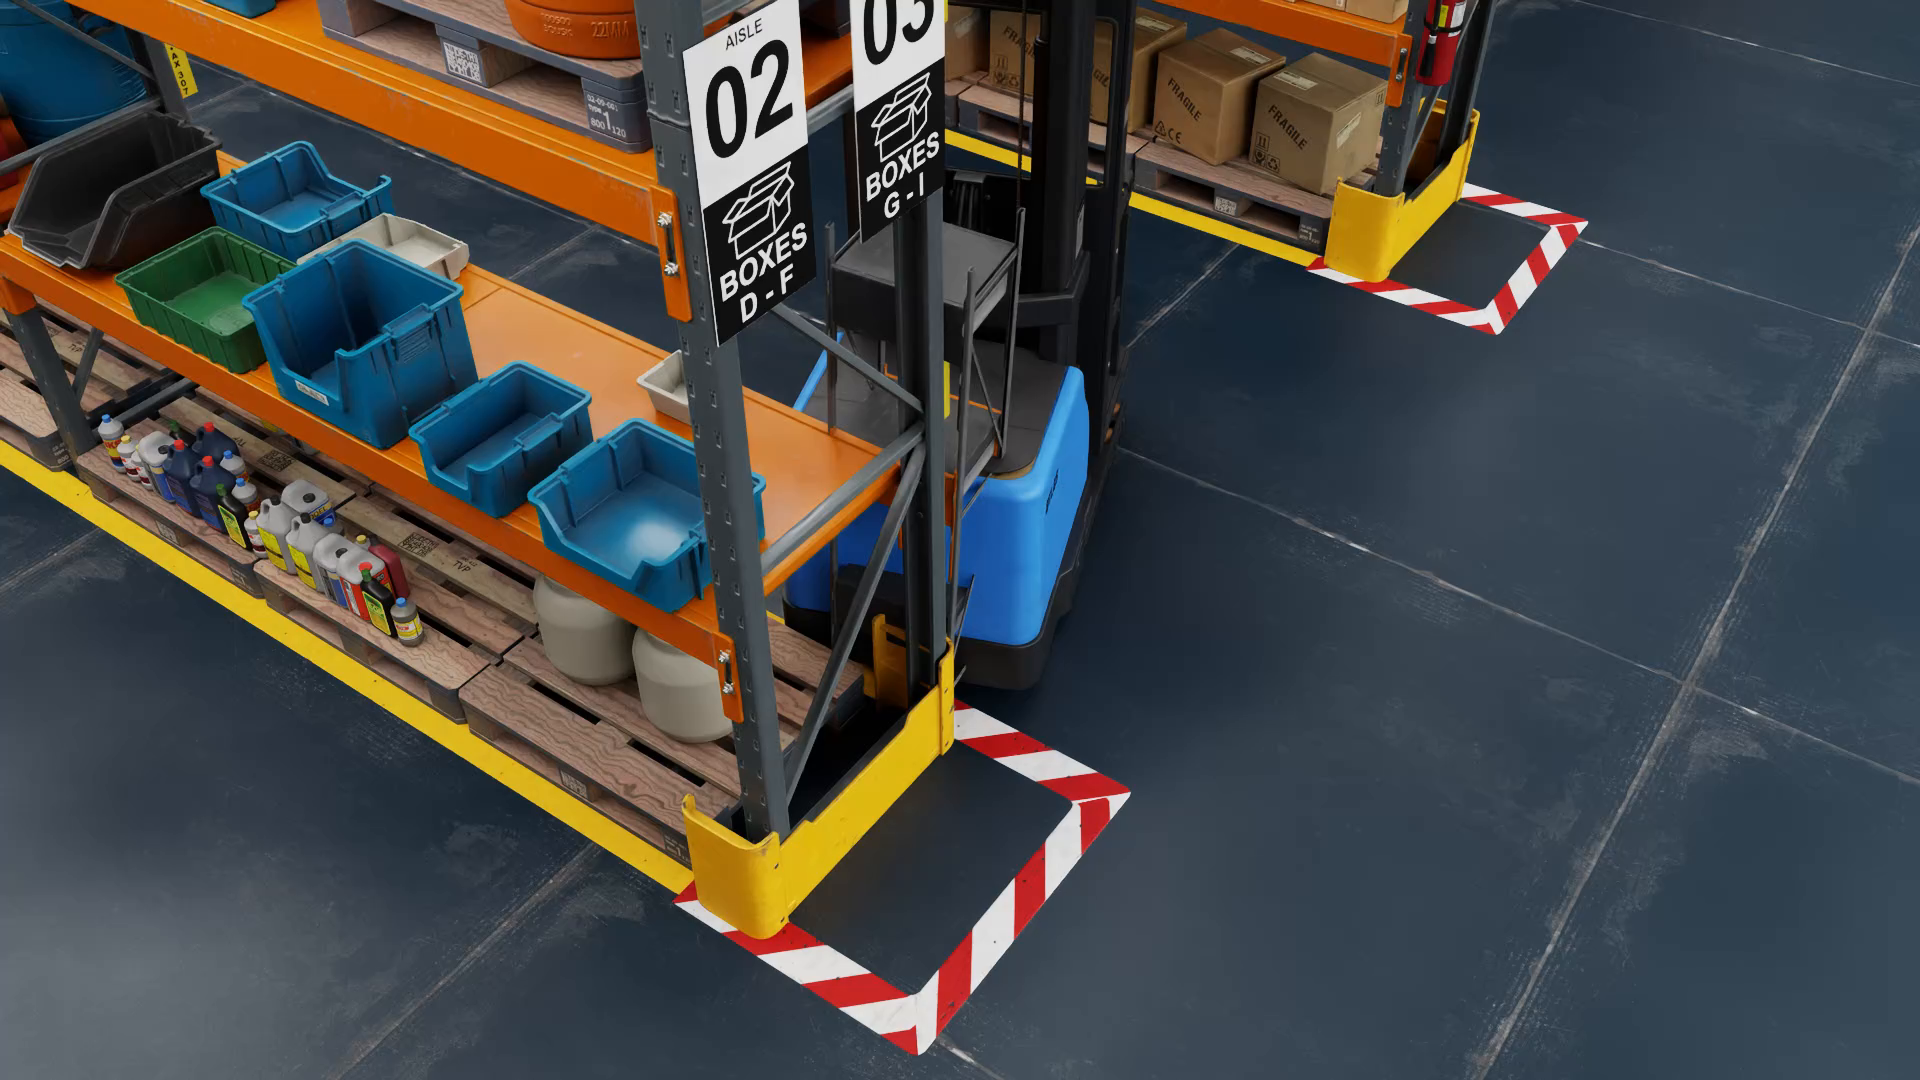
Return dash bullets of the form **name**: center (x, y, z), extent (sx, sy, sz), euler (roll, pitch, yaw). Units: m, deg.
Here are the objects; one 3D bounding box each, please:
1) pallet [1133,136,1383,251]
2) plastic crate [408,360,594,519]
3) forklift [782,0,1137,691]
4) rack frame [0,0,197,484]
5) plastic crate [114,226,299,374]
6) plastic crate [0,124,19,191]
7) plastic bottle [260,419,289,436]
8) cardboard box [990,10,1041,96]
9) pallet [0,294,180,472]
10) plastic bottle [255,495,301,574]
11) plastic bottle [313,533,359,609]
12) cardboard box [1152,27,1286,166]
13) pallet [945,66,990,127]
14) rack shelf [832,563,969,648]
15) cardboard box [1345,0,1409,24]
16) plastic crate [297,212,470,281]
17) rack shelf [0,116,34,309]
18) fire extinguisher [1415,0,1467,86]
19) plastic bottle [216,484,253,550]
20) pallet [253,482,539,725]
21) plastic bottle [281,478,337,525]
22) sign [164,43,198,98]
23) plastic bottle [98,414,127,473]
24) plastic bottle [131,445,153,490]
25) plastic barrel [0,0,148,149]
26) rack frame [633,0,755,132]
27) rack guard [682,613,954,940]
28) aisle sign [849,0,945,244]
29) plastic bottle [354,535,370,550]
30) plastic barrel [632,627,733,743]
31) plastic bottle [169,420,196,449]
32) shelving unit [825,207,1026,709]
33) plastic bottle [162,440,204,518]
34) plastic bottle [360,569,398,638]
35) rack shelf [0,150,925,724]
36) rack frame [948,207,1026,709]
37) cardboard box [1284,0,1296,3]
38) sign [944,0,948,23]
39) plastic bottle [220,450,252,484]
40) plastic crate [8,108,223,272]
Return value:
- **pallet**: center (1.753, -2.133, 9.475), extent (1.213, 0.211, 1.003), euler (25, 48, 25)
- **plastic crate**: center (-1.494, -0.333, 5.484), extent (0.408, 0.251, 0.499), euler (25, 48, 25)
- **forklift**: center (0.153, -1.499, 6.727), extent (1.130, 2.935, 3.031), euler (10, 43, 10)
- **rack frame**: center (-3.659, -1.640, 6.833), extent (0.127, 3.000, 1.000), euler (25, 48, 25)
- **plastic crate**: center (-2.710, -0.887, 6.151), extent (0.662, 0.188, 0.450), euler (25, 48, 25)
- **plastic crate**: center (-4.231, -1.682, 6.833), extent (0.583, 0.464, 0.402), euler (25, 48, 25)
- **plastic bottle**: center (-3.049, -0.649, 7.382), extent (0.185, 0.351, 0.144), euler (25, 48, 25)
- **cardboard box**: center (0.516, -2.984, 9.895), extent (0.500, 0.500, 0.500), euler (21, 46, 22)
- **pallet**: center (-4.324, -0.880, 8.076), extent (1.213, 0.211, 1.003), euler (25, 48, 25)
- **plastic bottle**: center (-2.734, -0.046, 6.709), extent (0.185, 0.351, 0.144), euler (25, 47, 25)
- **plastic bottle**: center (-2.444, 0.114, 6.586), extent (0.135, 0.276, 0.152), euler (24, 47, 24)
- **cardboard box**: center (1.449, -2.496, 9.350), extent (0.500, 0.500, 0.500), euler (-29, 49, -28)
- **pallet**: center (-0.245, -3.067, 10.519), extent (1.213, 0.211, 1.003), euler (25, 48, 25)
- **rack shelf**: center (-0.182, 0.262, 6.412), extent (0.480, 0.518, 0.431), euler (20, 46, 16)
- **cardboard box**: center (2.108, -2.715, 8.224), extent (0.250, 0.149, 0.380), euler (25, 48, 25)
- **plastic crate**: center (-2.184, -1.058, 6.381), extent (0.437, 0.136, 0.530), euler (25, 48, 25)
- **rack shelf**: center (-5.296, -2.138, 7.929), extent (4.000, 0.370, 1.077), euler (25, 48, 25)
- **fire extinguisher**: center (2.289, -2.488, 7.839), extent (0.183, 0.674, 0.296), euler (25, 48, 25)
- **plastic bottle**: center (-2.971, -0.098, 6.817), extent (0.133, 0.283, 0.061), euler (27, 48, 27)
- **pallet**: center (-2.130, 0.146, 6.929), extent (1.213, 0.211, 1.003), euler (25, 48, 25)
- **plastic bottle**: center (-2.669, -0.109, 6.835), extent (0.135, 0.276, 0.152), euler (25, 48, 25)
- **sign**: center (-3.334, -2.039, 7.072), extent (0.005, 0.325, 0.100), euler (25, 48, 25)
- **plastic bottle**: center (-3.650, -0.426, 7.193), extent (0.097, 0.271, 0.097), euler (0, 42, 0)
- **plastic bottle**: center (-3.483, -0.322, 7.129), extent (0.097, 0.201, 0.097), euler (0, 42, 0)
- **plastic barrel**: center (-3.801, -2.140, 7.016), extent (0.708, 0.901, 0.600), euler (25, 48, 25)
- **rack frame**: center (-0.384, -2.344, 3.121), extent (0.127, 3.000, 1.000), euler (25, 48, 25)
- **rack guard**: center (-0.473, 0.820, 5.959), extent (0.348, 0.500, 1.175), euler (25, 48, 25)
- **aisle sign**: center (-0.157, -1.210, 4.403), extent (0.004, 0.787, 0.394), euler (25, 48, 25)
- **plastic bottle**: center (-2.387, 0.067, 6.695), extent (0.097, 0.201, 0.097), euler (0, 42, 0)
- **plastic barrel**: center (-0.967, 0.452, 6.046), extent (0.421, 0.512, 0.421), euler (0, 42, 0)
- **plastic bottle**: center (-3.309, -0.380, 7.132), extent (0.133, 0.283, 0.061), euler (25, 48, 25)
- **shelving unit**: center (-0.151, -0.251, 5.917), extent (0.503, 2.100, 0.431), euler (20, 46, 16)
- **plastic bottle**: center (-3.236, -0.281, 6.971), extent (0.185, 0.351, 0.144), euler (26, 48, 26)
- **plastic bottle**: center (-2.246, 0.241, 6.438), extent (0.133, 0.283, 0.061), euler (26, 48, 26)
- **rack shelf**: center (-2.021, -0.606, 6.217), extent (4.000, 0.370, 1.077), euler (25, 48, 25)
- **rack frame**: center (0.070, -0.172, 5.849), extent (0.015, 2.100, 0.400), euler (20, 46, 16)
- **cardboard box**: center (1.669, -2.879, 8.406), extent (0.250, 0.149, 0.380), euler (25, 48, 25)
- **sign**: center (-0.065, -1.528, 4.452), extent (0.005, 0.325, 0.100), euler (25, 48, 25)
- **plastic bottle**: center (-3.048, -0.262, 7.010), extent (0.097, 0.271, 0.097), euler (0, 42, 0)
- **plastic crate**: center (-3.303, -1.347, 6.552), extent (0.504, 0.338, 0.767), euler (25, 48, 25)
